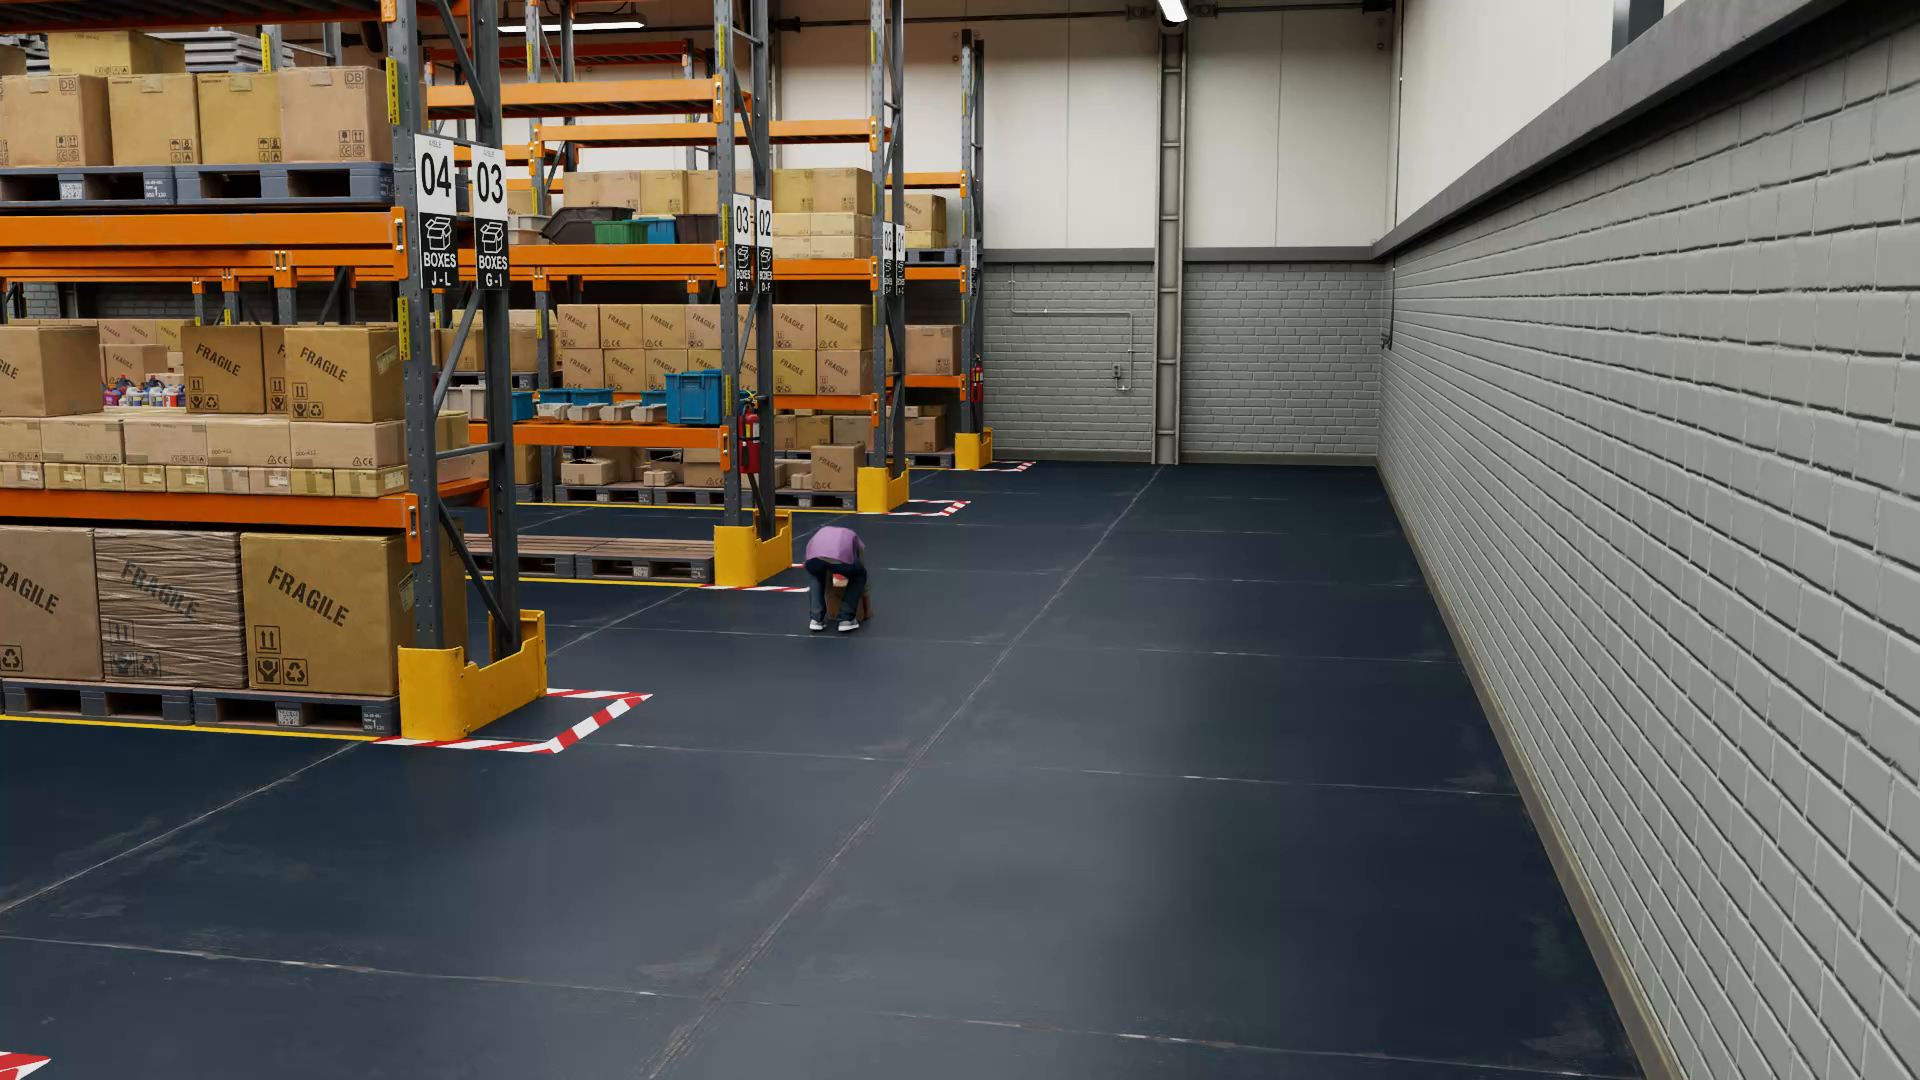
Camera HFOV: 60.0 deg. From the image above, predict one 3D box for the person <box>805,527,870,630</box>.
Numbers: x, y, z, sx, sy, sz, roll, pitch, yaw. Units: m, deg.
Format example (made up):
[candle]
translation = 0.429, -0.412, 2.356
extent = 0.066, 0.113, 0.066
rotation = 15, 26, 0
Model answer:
[person]
translation = -0.890, 0.289, 12.083
extent = 0.428, 0.723, 0.872
rotation = 1, 8, 9
